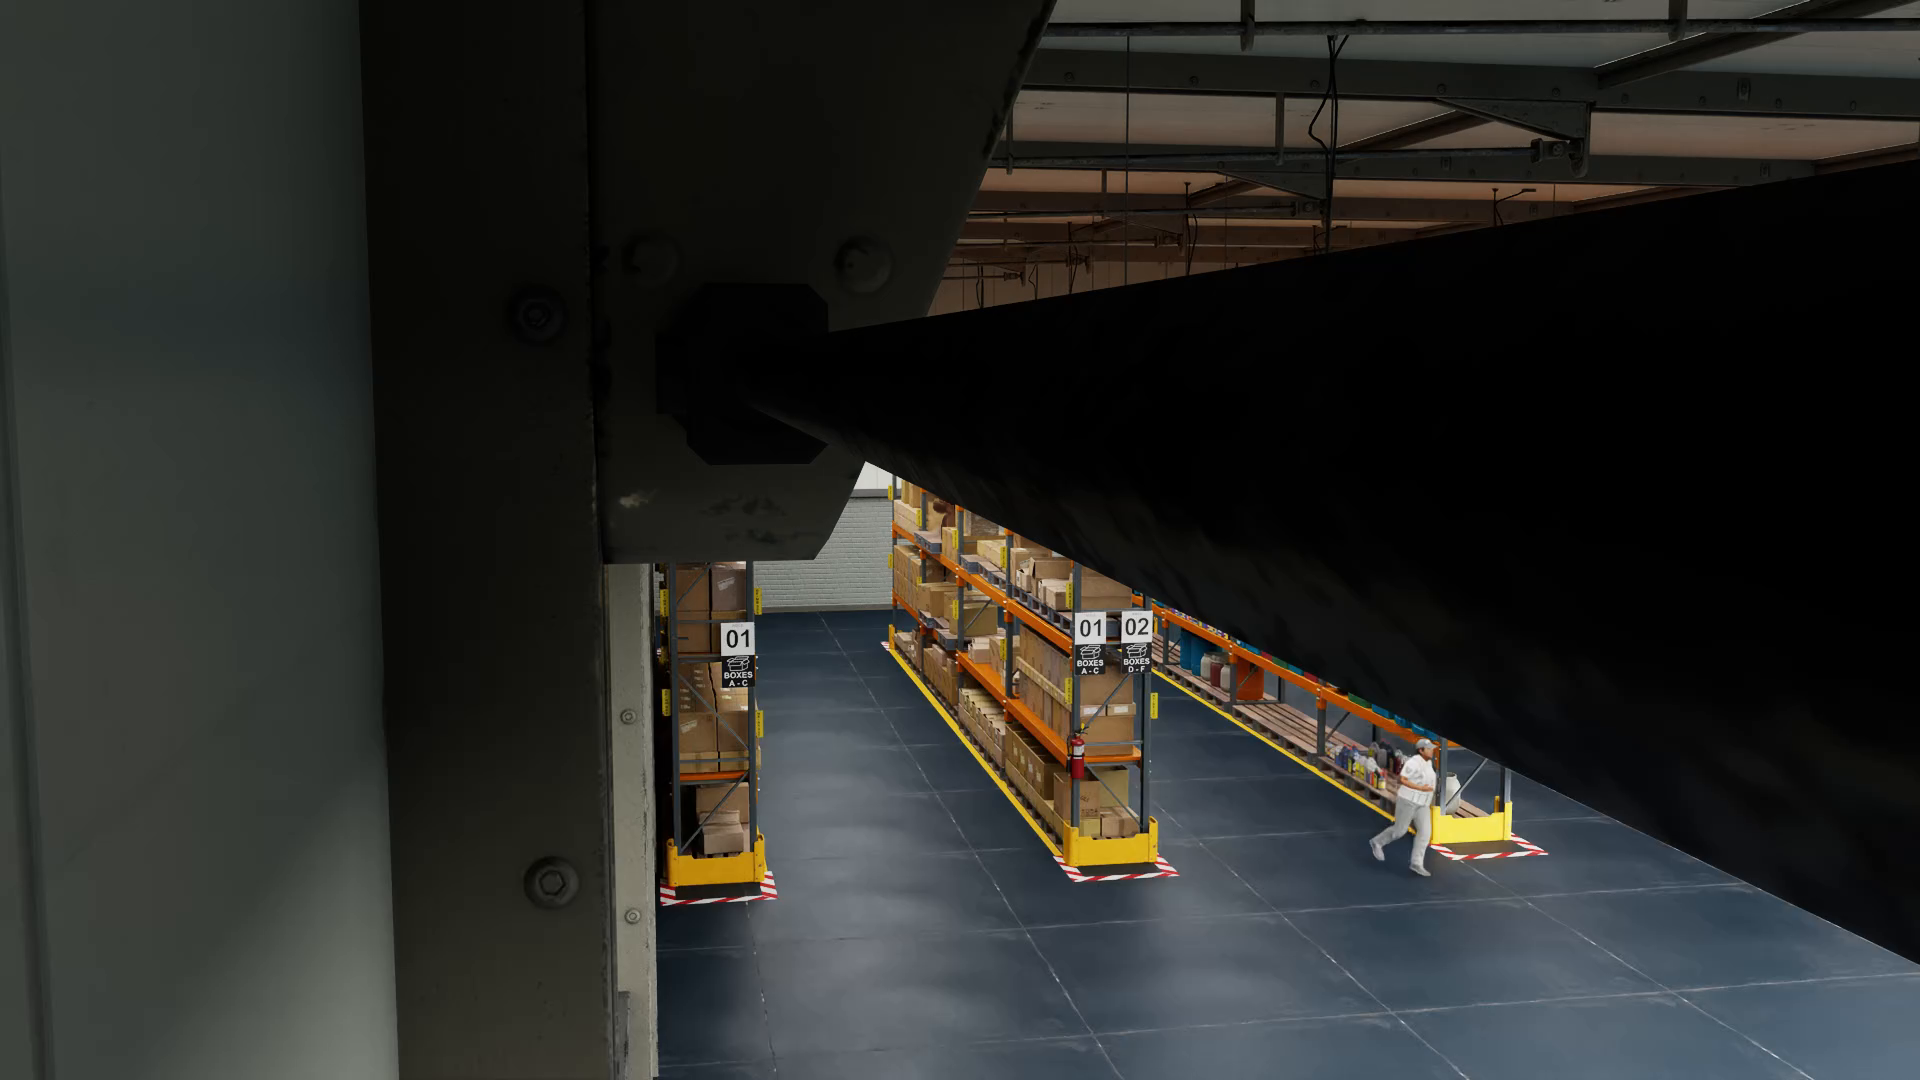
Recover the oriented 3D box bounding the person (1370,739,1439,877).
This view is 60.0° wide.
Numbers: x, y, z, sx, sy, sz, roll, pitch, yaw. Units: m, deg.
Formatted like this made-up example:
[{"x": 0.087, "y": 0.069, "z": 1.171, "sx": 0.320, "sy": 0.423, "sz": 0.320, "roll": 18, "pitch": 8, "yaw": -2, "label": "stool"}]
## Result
[{"x": 5.668, "y": 3.288, "z": 20.799, "sx": 0.651, "sy": 1.640, "sz": 0.893, "roll": -4, "pitch": 8, "yaw": -35, "label": "person"}]
